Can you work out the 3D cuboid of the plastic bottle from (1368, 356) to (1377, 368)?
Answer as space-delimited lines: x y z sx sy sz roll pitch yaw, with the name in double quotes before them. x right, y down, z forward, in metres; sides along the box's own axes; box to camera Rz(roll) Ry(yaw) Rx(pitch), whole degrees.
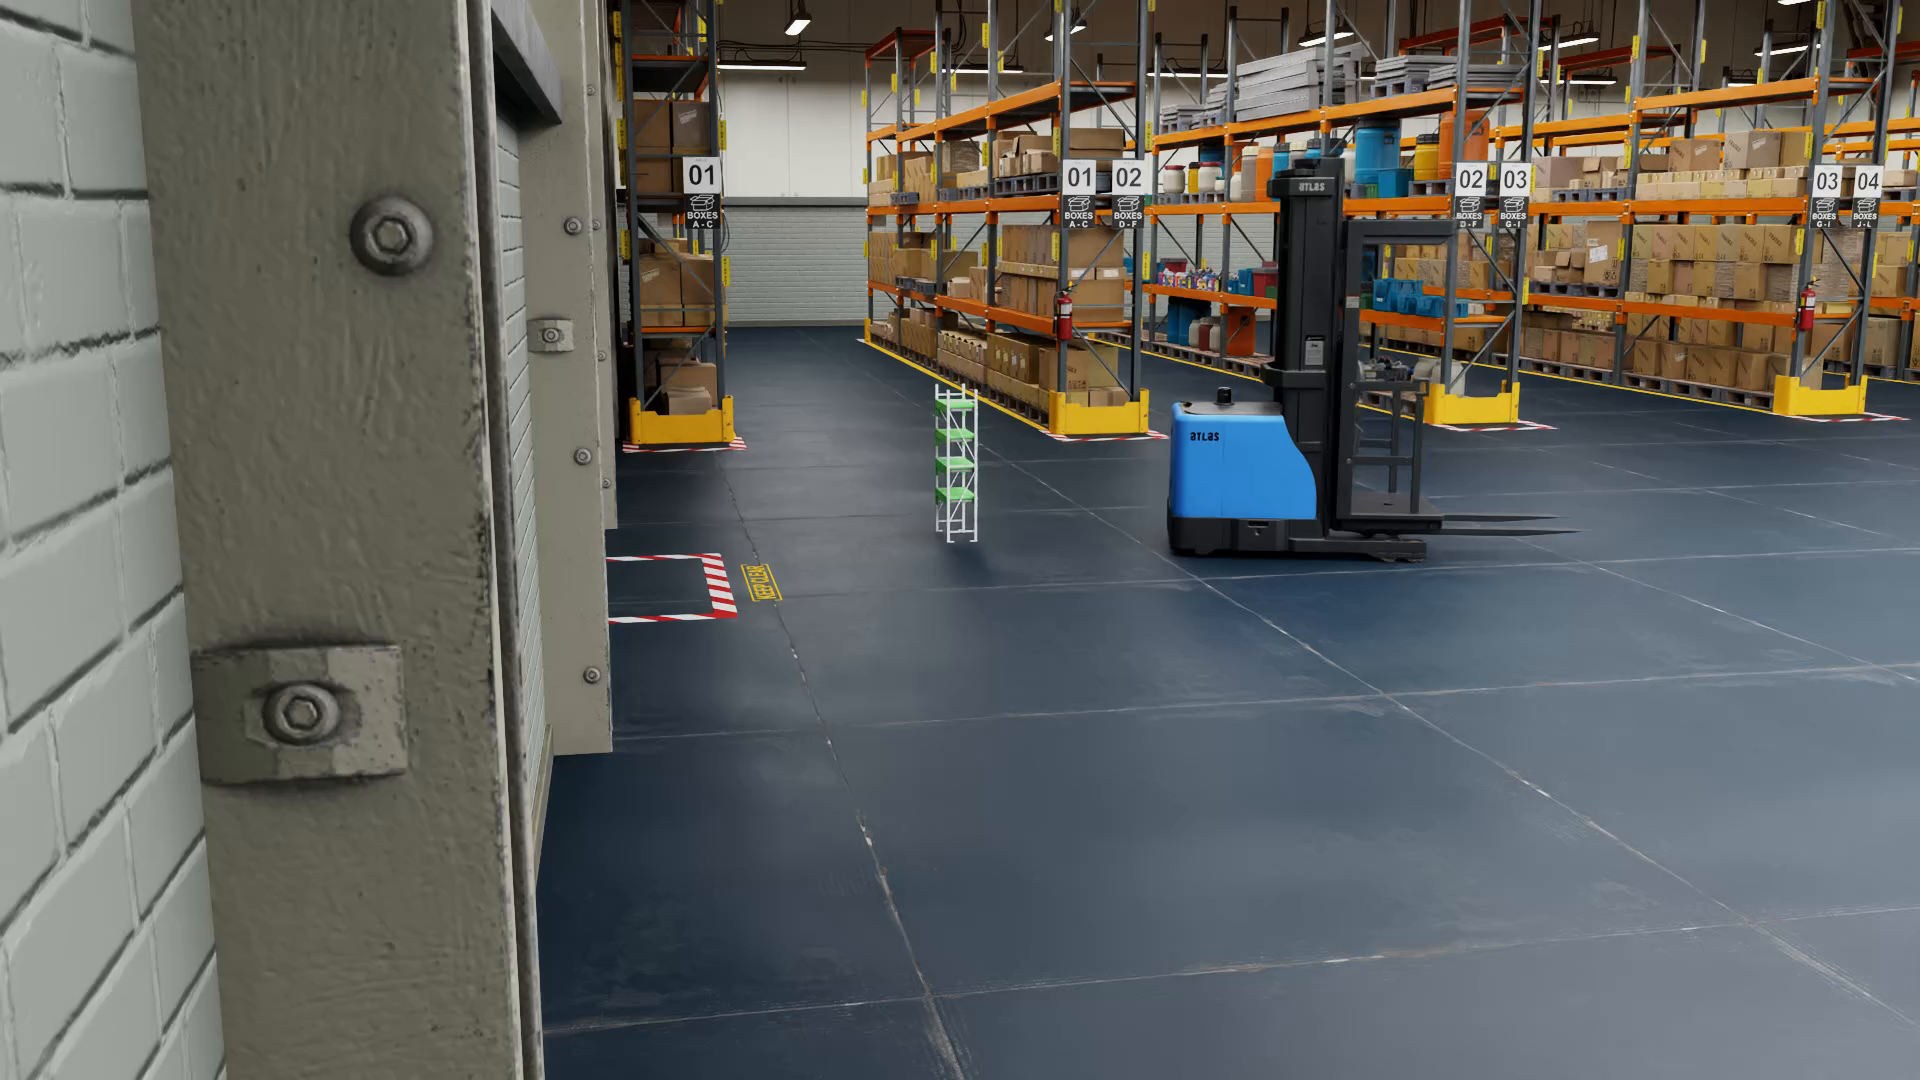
"plastic bottle" 6.014 -2.497 24.199 0.144 0.351 0.185 -2 11 -11

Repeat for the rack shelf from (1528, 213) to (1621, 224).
"rack shelf" 13.546 -6.991 35.805 1.077 0.370 4.000 -2 11 -11

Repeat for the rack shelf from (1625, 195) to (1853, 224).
"rack shelf" 10.995 -4.628 23.391 1.077 0.370 4.000 -2 11 -11

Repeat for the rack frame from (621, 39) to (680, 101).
"rack frame" -5.526 -7.749 29.841 1.000 3.000 0.127 -2 11 -11

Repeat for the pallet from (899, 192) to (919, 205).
"pallet" -0.405 -6.051 29.448 1.213 0.211 1.003 -2 11 -11

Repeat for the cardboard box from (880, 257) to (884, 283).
"cardboard box" -1.322 -5.396 33.256 0.500 0.500 0.500 -2 11 -10

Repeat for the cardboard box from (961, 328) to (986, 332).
"cardboard box" 0.302 -3.331 28.183 0.500 0.500 0.500 -2 11 -9

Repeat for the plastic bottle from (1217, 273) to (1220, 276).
"plastic bottle" 4.826 -4.814 30.797 0.152 0.276 0.135 -2 11 -11

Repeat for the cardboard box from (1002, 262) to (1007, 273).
"cardboard box" 0.799 -3.781 23.035 0.380 0.149 0.250 -2 11 -10

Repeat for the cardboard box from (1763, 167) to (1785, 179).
"cardboard box" 10.927 -4.875 22.098 0.380 0.149 0.250 -3 11 -13

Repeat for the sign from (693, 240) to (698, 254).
"sign" -4.218 -4.619 26.559 0.100 0.325 0.005 -2 11 -11

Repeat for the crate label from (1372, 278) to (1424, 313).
"crate label" 5.902 -3.306 22.450 0.502 0.435 0.616 -2 11 -11

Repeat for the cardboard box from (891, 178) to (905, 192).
"cardboard box" -1.029 -6.707 31.455 0.500 0.250 0.500 -2 11 -11

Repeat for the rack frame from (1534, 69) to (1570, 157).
"rack frame" 13.157 -9.185 37.384 1.000 3.000 0.127 -2 11 -11

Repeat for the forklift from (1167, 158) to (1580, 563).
"forklift" 3.137 -1.376 12.589 3.031 2.935 1.130 1 11 5

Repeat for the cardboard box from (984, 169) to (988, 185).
"cardboard box" 0.668 -5.335 24.461 0.500 0.250 0.500 -3 11 -17

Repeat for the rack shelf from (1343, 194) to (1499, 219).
"rack shelf" 6.136 -4.448 22.445 1.077 0.370 4.000 -2 11 -11

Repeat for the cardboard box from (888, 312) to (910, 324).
"cardboard box" -1.038 -4.317 33.353 0.797 0.503 0.637 -2 11 -11

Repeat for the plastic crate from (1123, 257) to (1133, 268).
"plastic crate" 3.662 -5.888 35.853 0.616 0.435 0.499 -2 11 -11

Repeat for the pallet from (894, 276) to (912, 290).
"pallet" -0.620 -4.738 30.579 1.003 0.211 1.213 -2 11 -11

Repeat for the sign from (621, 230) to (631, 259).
"sign" -3.741 -3.308 18.614 0.100 0.325 0.005 -2 11 -11

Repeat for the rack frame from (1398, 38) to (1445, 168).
"rack frame" 9.050 -8.289 32.680 1.000 3.000 0.127 -2 11 -11

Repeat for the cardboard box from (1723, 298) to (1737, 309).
"cardboard box" 10.867 -3.291 23.137 0.380 0.149 0.250 -2 11 -11

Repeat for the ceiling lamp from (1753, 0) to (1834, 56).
"ceiling lamp" 16.791 -11.285 32.806 0.800 3.185 2.000 -2 11 -11

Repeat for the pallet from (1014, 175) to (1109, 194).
"pallet" 1.313 -4.566 21.380 1.003 0.211 1.213 -2 11 -11

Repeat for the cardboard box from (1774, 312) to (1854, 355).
"cardboard box" 14.916 -3.596 28.962 1.050 0.750 0.750 -2 11 -10

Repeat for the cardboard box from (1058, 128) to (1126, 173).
"cardboard box" 1.558 -4.686 20.000 0.797 0.503 0.637 -1 11 -7

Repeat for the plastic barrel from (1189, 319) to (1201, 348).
"plastic barrel" 4.440 -3.809 30.717 0.421 0.512 0.421 0 11 0

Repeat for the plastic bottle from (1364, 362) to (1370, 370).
"plastic bottle" 5.653 -2.300 23.164 0.144 0.351 0.185 -2 11 -9

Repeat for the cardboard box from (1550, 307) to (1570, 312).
"cardboard box" 13.195 -5.036 36.545 0.380 0.149 0.250 -2 11 -9

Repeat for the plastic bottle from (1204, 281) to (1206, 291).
"plastic bottle" 4.366 -4.507 29.385 0.097 0.201 0.097 0 11 0

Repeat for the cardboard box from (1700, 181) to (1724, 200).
"cardboard box" 10.747 -4.898 23.287 0.500 0.250 0.500 -2 11 -12

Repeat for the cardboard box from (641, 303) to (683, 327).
"cardboard box" -3.474 -2.616 19.264 0.500 0.250 0.500 -2 11 -10

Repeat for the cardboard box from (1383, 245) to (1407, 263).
"cardboard box" 8.698 -5.857 33.549 0.500 0.500 0.500 -2 11 -9

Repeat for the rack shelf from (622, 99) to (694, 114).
"rack shelf" -4.359 -6.098 24.164 1.077 0.370 4.000 -2 11 -11

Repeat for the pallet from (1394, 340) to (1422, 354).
"pallet" 9.274 -3.833 32.772 1.003 0.211 1.213 -2 11 -11

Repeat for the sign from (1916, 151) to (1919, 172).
"sign" 14.960 -5.897 25.911 0.100 0.325 0.005 -2 11 -11

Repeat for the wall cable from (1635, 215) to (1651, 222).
"wall cable" 18.262 -8.022 44.605 0.588 1.984 0.122 -2 11 -11

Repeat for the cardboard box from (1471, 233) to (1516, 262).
"cardboard box" 9.702 -5.285 29.991 0.797 0.503 0.637 -2 11 -9

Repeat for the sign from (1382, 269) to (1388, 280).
"sign" 6.289 -3.849 24.654 0.100 0.325 0.005 -2 11 -11

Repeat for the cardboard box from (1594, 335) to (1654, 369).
"cardboard box" 10.507 -2.976 26.320 0.700 0.500 0.500 -3 11 -15

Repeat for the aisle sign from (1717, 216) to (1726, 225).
"aisle sign" 17.694 -7.716 38.759 0.394 0.787 0.004 -2 11 -11

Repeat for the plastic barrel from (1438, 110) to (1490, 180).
"plastic barrel" 6.306 -4.936 20.815 0.600 0.830 0.708 -2 11 -11

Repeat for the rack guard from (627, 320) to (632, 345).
"rack guard" -6.309 -4.312 34.513 1.175 0.500 0.348 -2 11 -11

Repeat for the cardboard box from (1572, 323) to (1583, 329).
"cardboard box" 13.323 -4.559 35.628 0.380 0.149 0.250 -2 11 -11

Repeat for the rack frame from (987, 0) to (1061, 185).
"rack frame" 0.888 -6.462 23.082 1.000 3.000 0.127 -2 11 -11

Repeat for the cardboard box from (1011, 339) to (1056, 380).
"cardboard box" 0.965 -2.368 21.839 0.500 0.500 0.500 -2 11 -11

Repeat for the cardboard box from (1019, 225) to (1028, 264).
"cardboard box" 1.177 -3.936 22.116 0.700 0.500 0.500 -2 11 -11

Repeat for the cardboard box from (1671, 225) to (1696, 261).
"cardboard box" 10.639 -4.286 23.956 0.500 0.500 0.500 -2 11 -11

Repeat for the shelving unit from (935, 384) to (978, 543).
"shelving unit" -0.032 -0.620 13.244 0.258 1.200 0.503 -2 11 -11

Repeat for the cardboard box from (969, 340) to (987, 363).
"cardboard box" 0.421 -2.805 24.644 0.500 0.311 0.500 -2 11 -9
